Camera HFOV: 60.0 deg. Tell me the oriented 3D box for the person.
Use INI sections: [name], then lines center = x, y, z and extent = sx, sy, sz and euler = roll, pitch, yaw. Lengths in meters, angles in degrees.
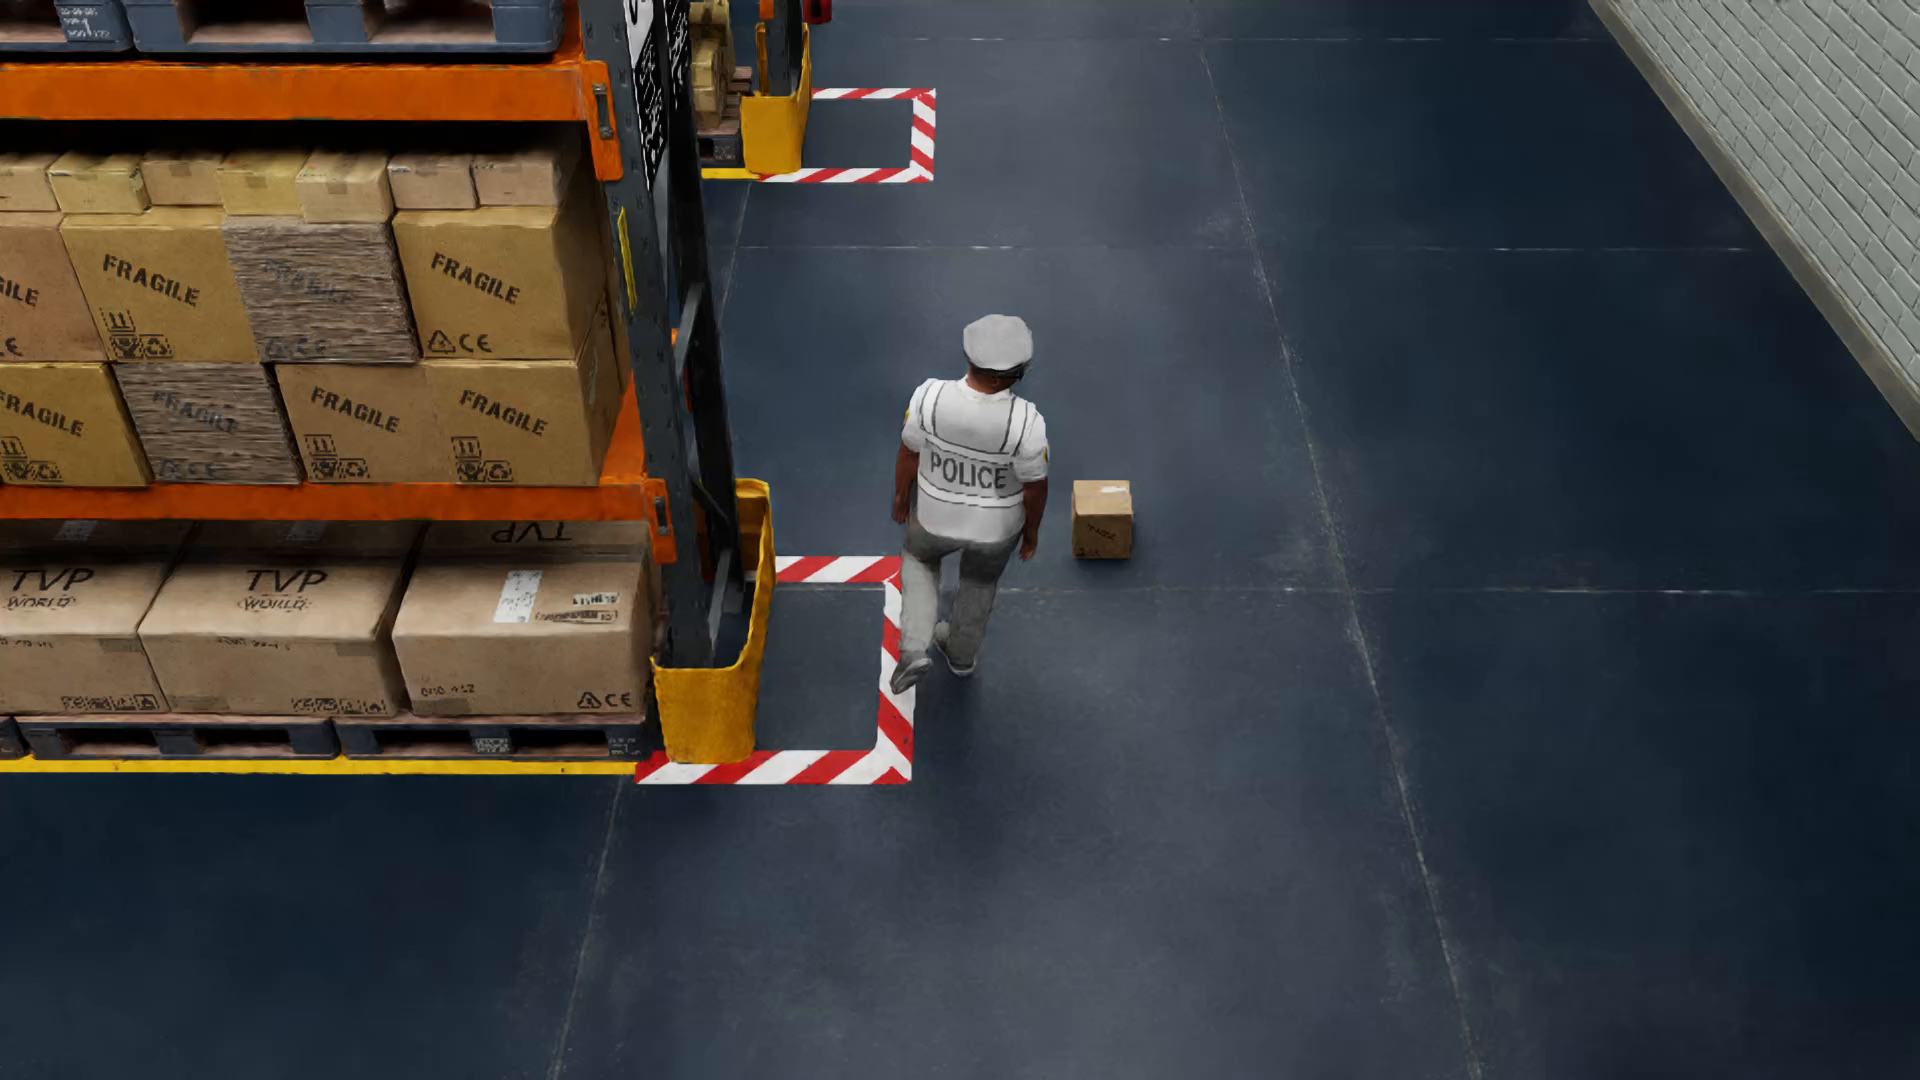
[person]
center = 0.032, -0.116, 6.315
extent = 0.600, 1.734, 0.540
euler = 3, 39, 4
